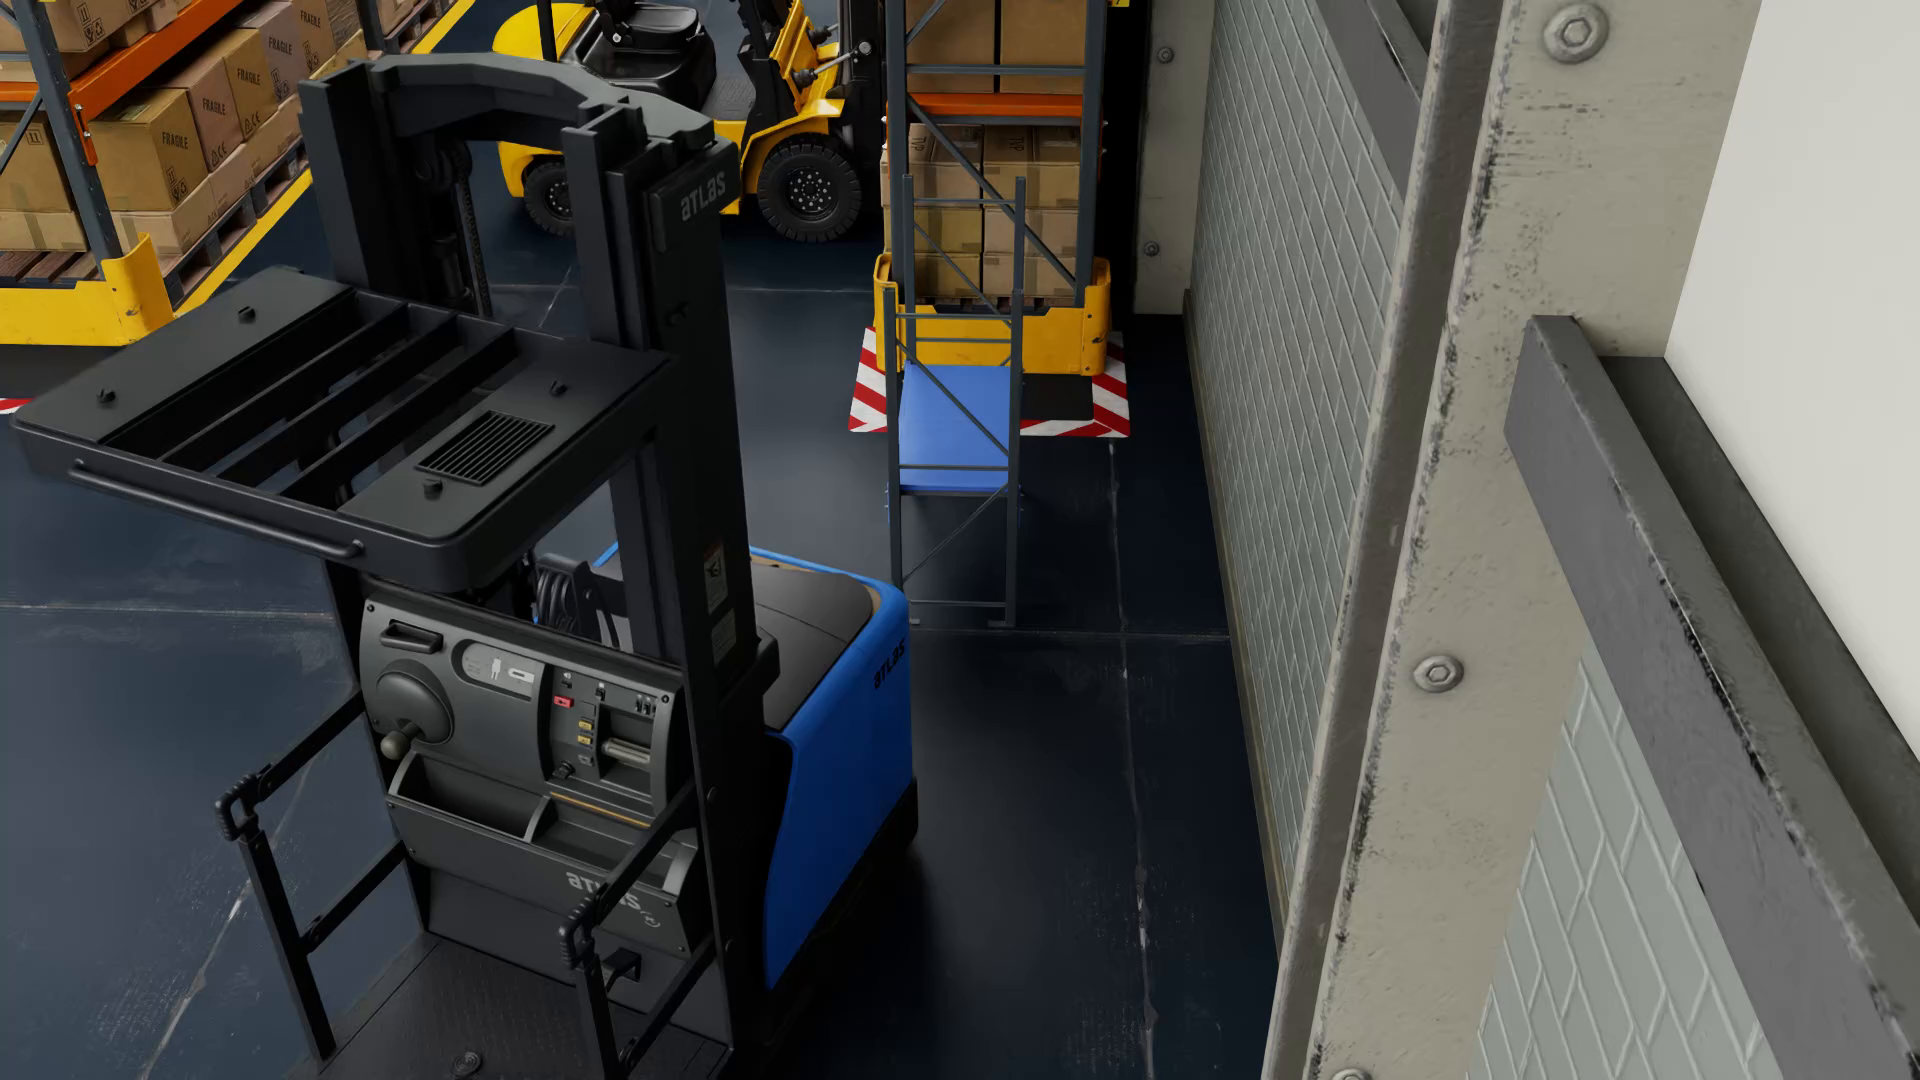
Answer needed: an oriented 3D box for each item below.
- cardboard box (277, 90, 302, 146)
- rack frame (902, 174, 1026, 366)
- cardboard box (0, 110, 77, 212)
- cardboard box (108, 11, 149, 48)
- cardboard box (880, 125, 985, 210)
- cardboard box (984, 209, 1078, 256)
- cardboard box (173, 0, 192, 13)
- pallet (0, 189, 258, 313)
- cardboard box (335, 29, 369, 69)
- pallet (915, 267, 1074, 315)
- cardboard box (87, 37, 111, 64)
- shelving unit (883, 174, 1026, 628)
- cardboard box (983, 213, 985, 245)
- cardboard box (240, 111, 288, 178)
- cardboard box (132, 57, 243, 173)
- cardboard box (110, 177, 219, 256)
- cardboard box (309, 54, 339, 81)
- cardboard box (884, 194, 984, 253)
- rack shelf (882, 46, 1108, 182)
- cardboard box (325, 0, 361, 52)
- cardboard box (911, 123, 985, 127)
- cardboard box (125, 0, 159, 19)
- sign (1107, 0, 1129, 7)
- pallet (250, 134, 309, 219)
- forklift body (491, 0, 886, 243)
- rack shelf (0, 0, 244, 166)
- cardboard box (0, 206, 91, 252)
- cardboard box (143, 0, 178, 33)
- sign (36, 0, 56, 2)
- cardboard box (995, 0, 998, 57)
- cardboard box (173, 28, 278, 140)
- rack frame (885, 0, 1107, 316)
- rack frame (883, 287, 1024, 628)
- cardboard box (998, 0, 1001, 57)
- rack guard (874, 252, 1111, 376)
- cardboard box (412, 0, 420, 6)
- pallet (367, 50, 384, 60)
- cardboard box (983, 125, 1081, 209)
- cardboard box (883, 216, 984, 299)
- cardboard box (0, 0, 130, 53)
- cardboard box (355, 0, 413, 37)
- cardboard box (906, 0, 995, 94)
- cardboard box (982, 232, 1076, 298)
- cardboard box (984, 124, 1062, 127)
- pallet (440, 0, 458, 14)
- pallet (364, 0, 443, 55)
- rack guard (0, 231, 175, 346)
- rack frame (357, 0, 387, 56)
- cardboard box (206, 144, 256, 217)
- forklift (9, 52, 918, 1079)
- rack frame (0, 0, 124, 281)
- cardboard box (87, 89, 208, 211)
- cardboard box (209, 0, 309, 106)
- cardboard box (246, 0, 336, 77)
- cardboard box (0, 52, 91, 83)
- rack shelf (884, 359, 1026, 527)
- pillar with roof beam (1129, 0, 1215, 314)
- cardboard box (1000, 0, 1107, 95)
[{"bbox_3d":[-4.428,-2.698,10.506,0.500,0.250,0.500,2,35,3],"label":"cardboard box"},{"bbox_3d":[0.017,-0.857,7.165,0.500,1.500,0.032,1,35,2],"label":"rack frame"},{"bbox_3d":[-5.025,-2.117,9.028,0.500,0.500,0.500,2,35,2],"label":"cardboard box"},{"bbox_3d":[-4.489,-2.681,8.674,0.380,0.149,0.250,0,35,0],"label":"cardboard box"},{"bbox_3d":[-0.130,-1.912,8.519,0.500,0.250,0.500,2,35,3],"label":"cardboard box"},{"bbox_3d":[0.389,-1.701,8.653,0.500,0.250,0.500,2,35,3],"label":"cardboard box"},{"bbox_3d":[-4.456,-2.975,9.093,0.380,0.149,0.250,2,35,3],"label":"cardboard box"},{"bbox_3d":[-4.726,-1.666,9.437,1.003,0.211,1.213,1,35,2],"label":"pallet"},{"bbox_3d":[-4.392,-3.296,11.358,0.500,0.250,0.500,3,35,4],"label":"cardboard box"},{"bbox_3d":[0.152,-1.484,9.178,1.003,0.211,1.213,1,35,2],"label":"pallet"},{"bbox_3d":[-4.581,-2.530,8.460,0.380,0.149,0.250,2,35,3],"label":"cardboard box"},{"bbox_3d":[-0.003,-0.565,6.749,0.538,1.500,1.048,1,35,2],"label":"shelving unit"},{"bbox_3d":[-0.105,-1.794,9.220,0.500,0.250,0.500,1,35,2],"label":"cardboard box"},{"bbox_3d":[-4.451,-2.408,10.094,0.500,0.250,0.500,4,35,5],"label":"cardboard box"},{"bbox_3d":[-4.471,-2.422,9.461,0.500,0.500,0.500,0,35,0],"label":"cardboard box"},{"bbox_3d":[-4.488,-1.801,9.230,0.500,0.250,0.500,1,35,1],"label":"cardboard box"},{"bbox_3d":[-4.403,-2.990,10.922,0.500,0.250,0.500,0,35,1],"label":"cardboard box"},{"bbox_3d":[-0.130,-1.723,8.684,0.500,0.250,0.500,1,35,1],"label":"cardboard box"},{"bbox_3d":[0.243,-3.039,9.592,1.077,0.370,4.000,1,35,2],"label":"rack shelf"},{"bbox_3d":[-4.392,-3.603,11.142,0.500,0.500,0.500,1,35,1],"label":"cardboard box"},{"bbox_3d":[-0.116,-2.206,8.936,0.500,0.250,0.500,2,35,3],"label":"cardboard box"},{"bbox_3d":[-4.483,-3.023,8.597,0.500,0.500,0.500,2,35,3],"label":"cardboard box"},{"bbox_3d":[0.717,-2.555,7.455,0.100,0.325,0.005,1,35,2],"label":"sign"},{"bbox_3d":[-4.674,-2.365,10.431,1.003,0.211,1.213,1,35,2],"label":"pallet"},{"bbox_3d":[-1.584,-2.969,9.604,2.313,2.155,1.214,1,35,2],"label":"forklift body"},{"bbox_3d":[-4.717,-3.152,9.752,1.077,0.370,4.000,1,35,2],"label":"rack shelf"},{"bbox_3d":[-5.032,-1.828,9.269,0.500,0.250,0.500,1,35,2],"label":"cardboard box"},{"bbox_3d":[-4.433,-2.825,8.880,0.380,0.149,0.250,2,35,3],"label":"cardboard box"},{"bbox_3d":[-4.255,-2.639,7.643,0.100,0.325,0.005,1,35,2],"label":"sign"},{"bbox_3d":[-0.050,-2.812,8.556,0.500,0.500,0.500,2,35,3],"label":"cardboard box"},{"bbox_3d":[-4.443,-2.710,9.871,0.500,0.500,0.500,2,35,3],"label":"cardboard box"},{"bbox_3d":[0.163,-2.185,7.750,1.000,3.000,0.127,1,35,2],"label":"rack frame"},{"bbox_3d":[-0.024,-0.273,6.333,0.500,1.500,0.032,1,35,2],"label":"rack frame"},{"bbox_3d":[0.459,-2.804,8.544,0.500,0.500,0.500,2,35,3],"label":"cardboard box"},{"bbox_3d":[0.162,-1.148,8.449,1.175,0.500,0.348,1,35,2],"label":"rack guard"},{"bbox_3d":[-4.592,-4.407,12.831,0.950,0.372,0.625,3,35,5],"label":"cardboard box"},{"bbox_3d":[-4.628,-3.068,11.431,1.003,0.211,1.213,1,35,2],"label":"pallet"},{"bbox_3d":[0.371,-1.912,8.519,0.500,0.250,0.500,1,35,1],"label":"cardboard box"},{"bbox_3d":[-0.134,-1.509,8.814,0.500,0.250,0.500,2,35,2],"label":"cardboard box"},{"bbox_3d":[-4.501,-2.725,8.174,0.500,0.500,0.500,1,35,1],"label":"cardboard box"},{"bbox_3d":[-4.618,-3.993,12.244,0.950,0.372,0.625,2,35,2],"label":"cardboard box"},{"bbox_3d":[-0.080,-2.514,8.132,0.500,0.500,0.500,1,35,1],"label":"cardboard box"},{"bbox_3d":[0.378,-1.509,8.815,0.500,0.250,0.500,1,35,2],"label":"cardboard box"},{"bbox_3d":[0.388,-2.199,8.927,0.500,0.250,0.500,1,35,2],"label":"cardboard box"},{"bbox_3d":[-4.560,-4.605,13.618,1.003,0.211,1.213,1,35,2],"label":"pallet"},{"bbox_3d":[-4.607,-3.902,12.618,1.003,0.211,1.213,1,35,2],"label":"pallet"},{"bbox_3d":[-4.794,-1.318,8.691,1.175,0.500,0.348,1,35,2],"label":"rack guard"},{"bbox_3d":[-4.636,-4.595,11.180,1.000,3.000,0.127,1,35,2],"label":"rack frame"},{"bbox_3d":[-4.460,-2.094,9.647,0.500,0.250,0.500,3,35,4],"label":"cardboard box"},{"bbox_3d":[-1.201,0.489,4.005,1.130,2.935,3.031,14,38,19],"label":"forklift"},{"bbox_3d":[-4.797,-2.297,7.910,1.000,3.000,0.127,1,35,2],"label":"rack frame"},{"bbox_3d":[-4.488,-2.122,9.034,0.500,0.500,0.500,0,35,0],"label":"cardboard box"},{"bbox_3d":[-4.430,-3.017,10.309,0.500,0.500,0.500,3,35,4],"label":"cardboard box"},{"bbox_3d":[-4.411,-3.311,10.726,0.500,0.500,0.500,2,35,3],"label":"cardboard box"},{"bbox_3d":[-4.577,-2.385,8.253,0.380,0.149,0.250,1,35,2],"label":"cardboard box"},{"bbox_3d":[-0.003,-0.417,6.852,0.538,0.185,1.000,1,35,2],"label":"rack shelf"},{"bbox_3d":[-3.210,-5.118,6.706,9.100,9.000,0.400,1,35,2],"label":"pillar with roof beam"},{"bbox_3d":[0.460,-2.504,8.117,0.500,0.500,0.500,2,35,3],"label":"cardboard box"}]
